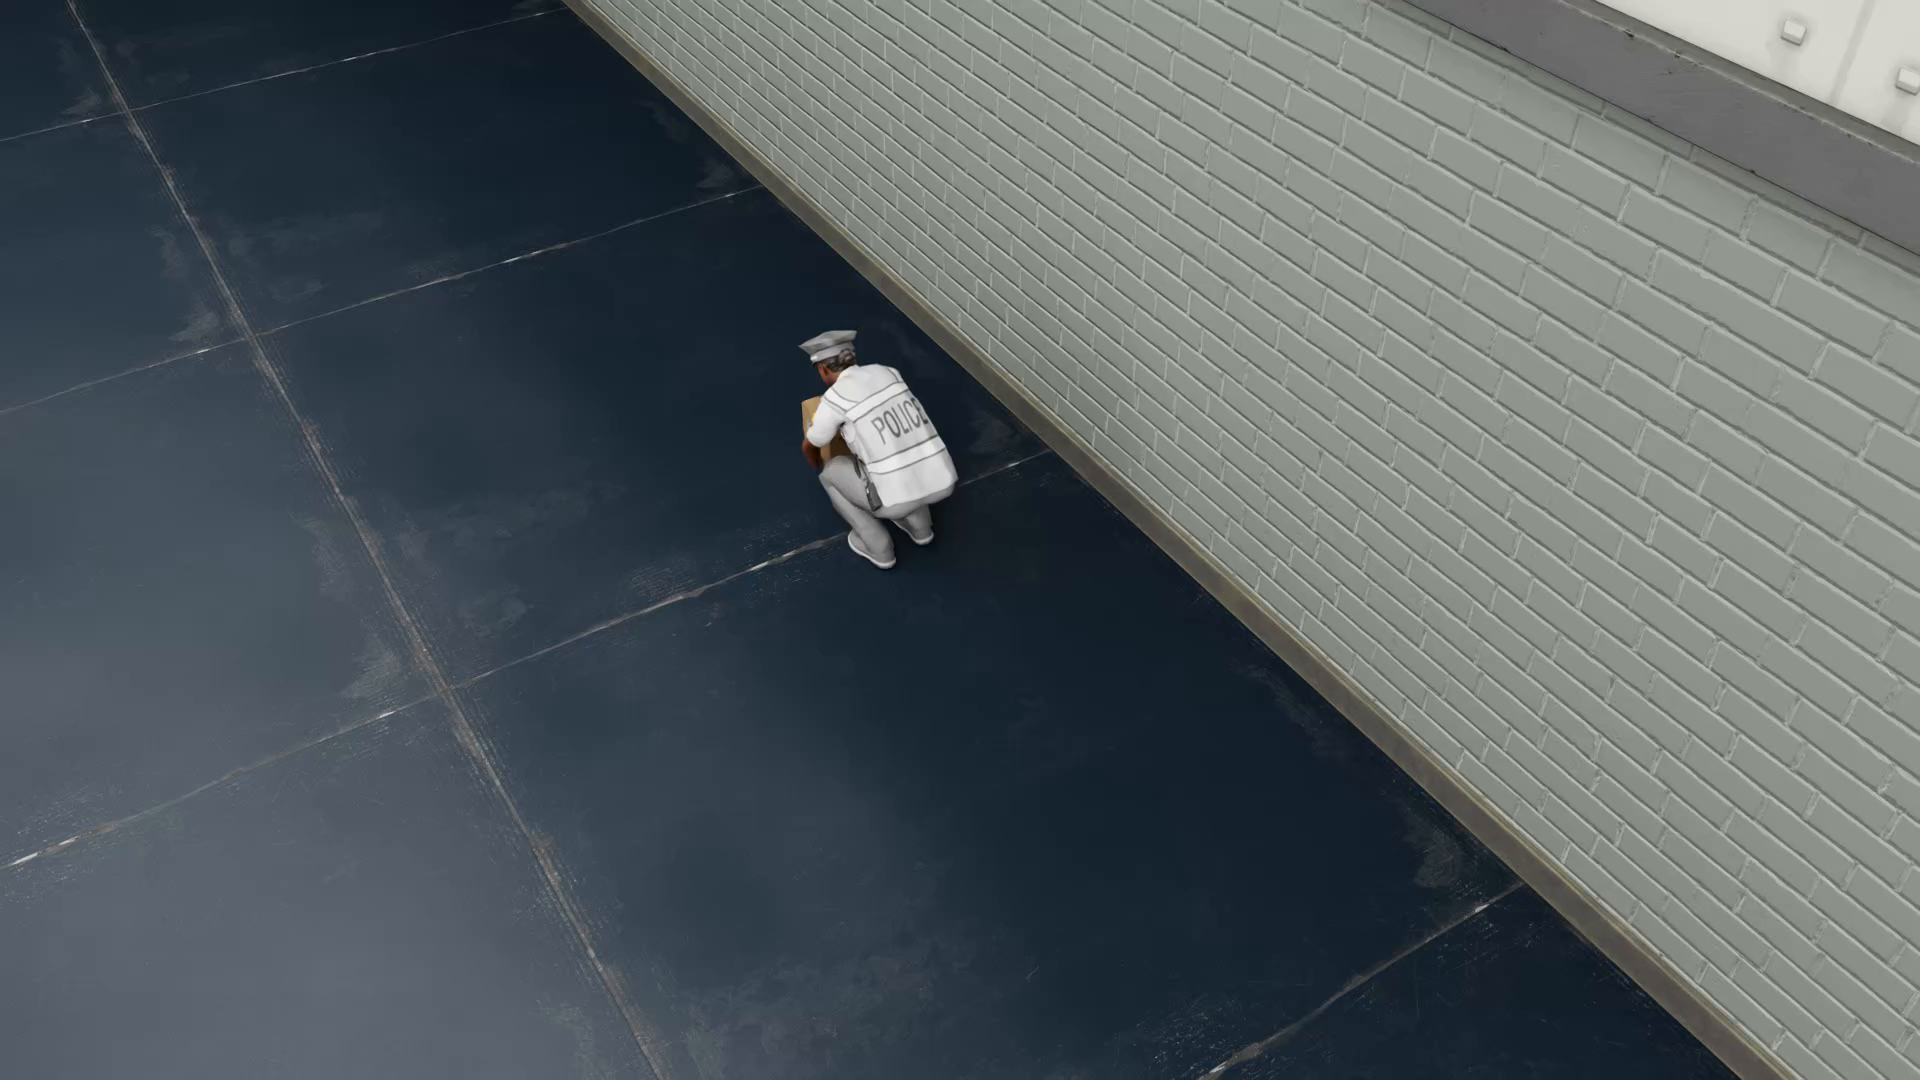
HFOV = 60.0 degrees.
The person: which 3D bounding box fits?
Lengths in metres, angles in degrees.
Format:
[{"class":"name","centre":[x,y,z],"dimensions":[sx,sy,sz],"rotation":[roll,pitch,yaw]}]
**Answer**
[{"class":"person","centre":[-0.372,-0.404,7.174],"dimensions":[0.495,0.950,0.841],"rotation":[-23,46,-24]}]
